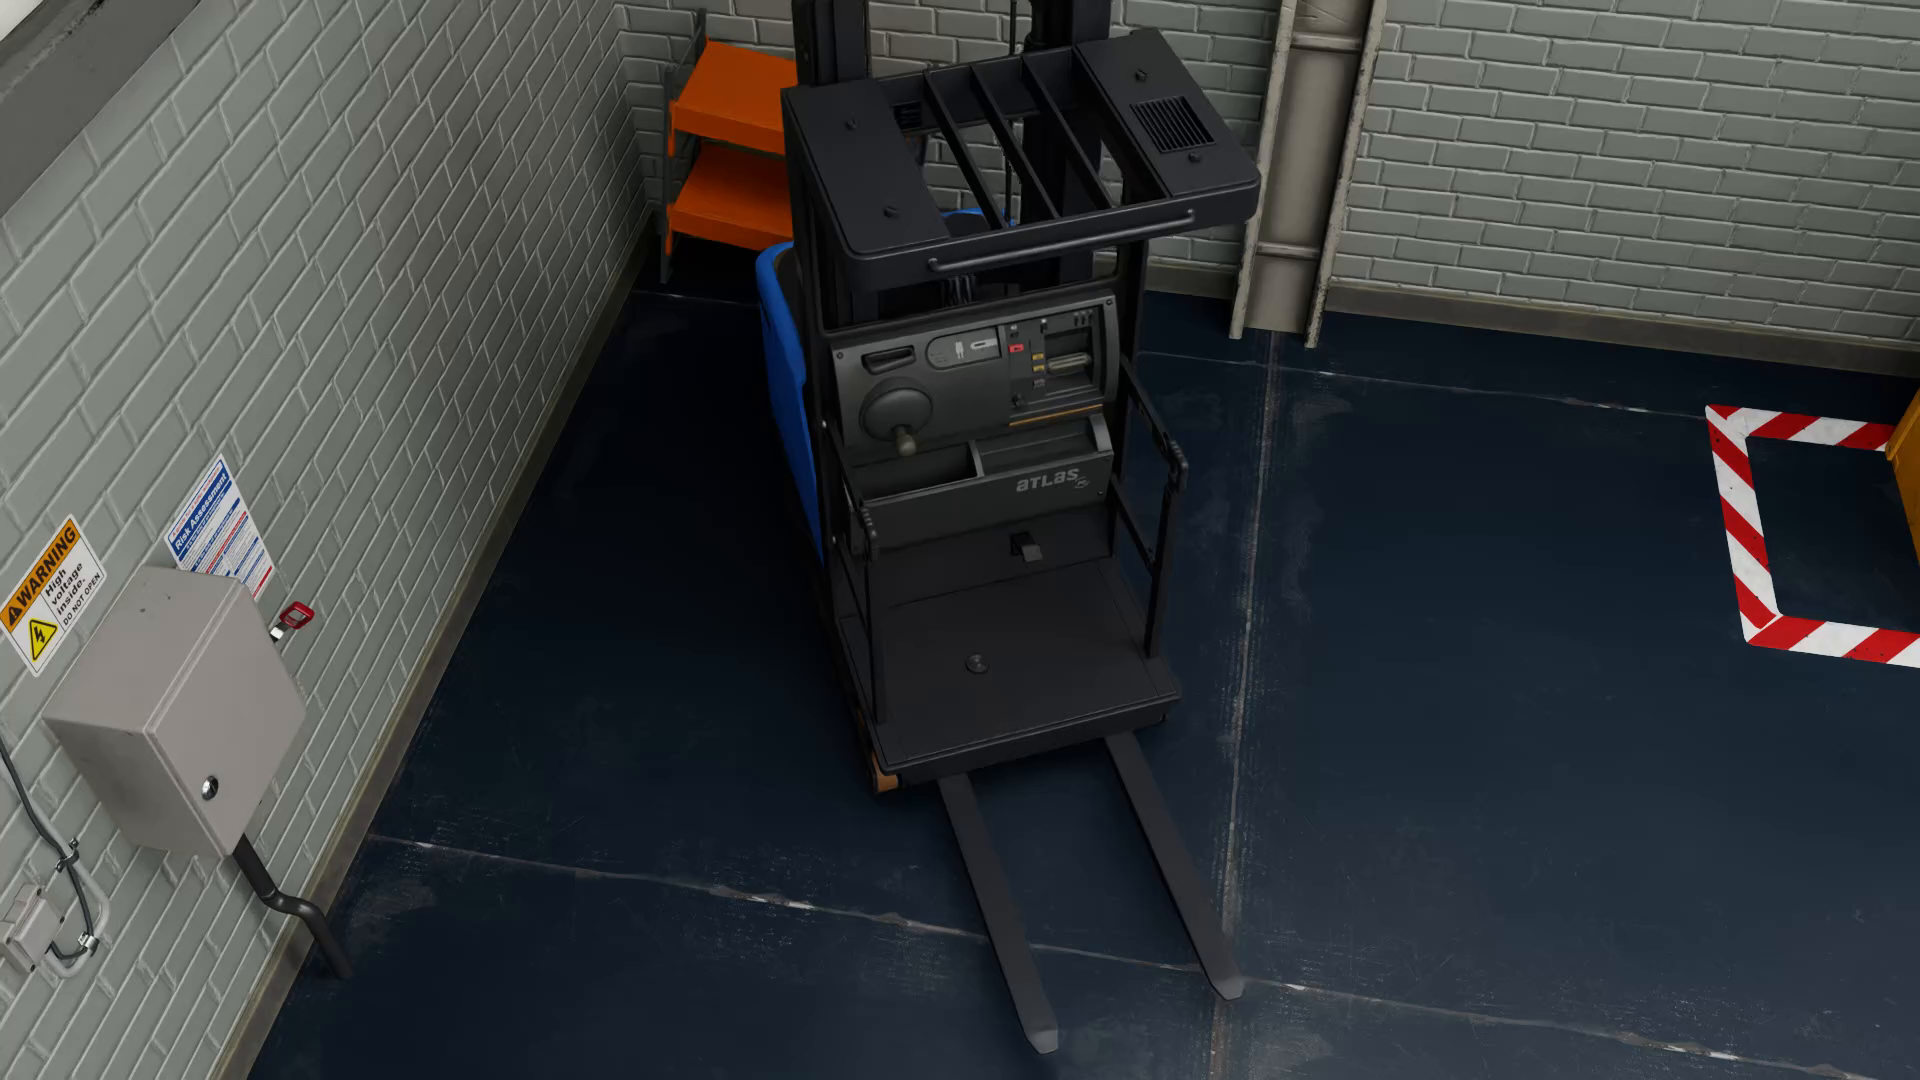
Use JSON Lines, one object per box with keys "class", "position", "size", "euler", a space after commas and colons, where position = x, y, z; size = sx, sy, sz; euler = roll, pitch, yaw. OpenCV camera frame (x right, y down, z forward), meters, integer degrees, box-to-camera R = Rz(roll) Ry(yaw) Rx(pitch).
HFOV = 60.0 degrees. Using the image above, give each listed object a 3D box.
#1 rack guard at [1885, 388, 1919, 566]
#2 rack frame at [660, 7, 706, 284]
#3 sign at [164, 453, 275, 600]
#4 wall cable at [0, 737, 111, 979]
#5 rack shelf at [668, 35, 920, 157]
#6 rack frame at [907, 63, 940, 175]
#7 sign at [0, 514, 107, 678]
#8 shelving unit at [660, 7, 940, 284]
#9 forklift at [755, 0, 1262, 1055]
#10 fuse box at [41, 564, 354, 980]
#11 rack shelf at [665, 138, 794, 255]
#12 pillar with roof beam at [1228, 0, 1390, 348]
{"class": "rack guard", "position": [4.006, -0.144, 6.516], "size": [0.348, 0.500, 1.175], "euler": [8, 49, 7]}
{"class": "rack frame", "position": [-1.217, -1.709, 7.294], "size": [0.032, 1.125, 0.500], "euler": [14, 49, 0]}
{"class": "sign", "position": [-2.099, 0.040, 4.734], "size": [0.001, 0.494, 0.329], "euler": [8, 49, 7]}
{"class": "wall cable", "position": [-2.260, 0.536, 3.541], "size": [0.122, 1.984, 0.588], "euler": [8, 49, 7]}
{"class": "rack shelf", "position": [-0.679, -1.776, 7.070], "size": [1.000, 0.278, 0.538], "euler": [14, 49, 0]}
{"class": "rack frame", "position": [-0.229, -1.468, 7.287], "size": [0.032, 1.125, 0.500], "euler": [14, 49, 0]}
{"class": "sign", "position": [-2.197, 0.134, 4.030], "size": [0.001, 0.242, 0.339], "euler": [8, 49, 7]}
{"class": "shelving unit", "position": [-0.723, -1.588, 7.290], "size": [1.048, 1.125, 0.538], "euler": [14, 49, 0]}
{"class": "forklift", "position": [0.123, -0.424, 5.132], "size": [1.130, 2.935, 3.031], "euler": [-13, 49, -11]}
{"class": "fuse box", "position": [-1.983, 0.827, 4.828], "size": [0.414, 1.711, 0.539], "euler": [8, 49, 7]}
{"class": "rack shelf", "position": [-0.760, -1.432, 7.474], "size": [1.000, 0.278, 0.538], "euler": [14, 49, 0]}
{"class": "pillar with roof beam", "position": [0.673, -0.860, 1.445], "size": [0.400, 9.000, 9.100], "euler": [8, 49, 7]}
